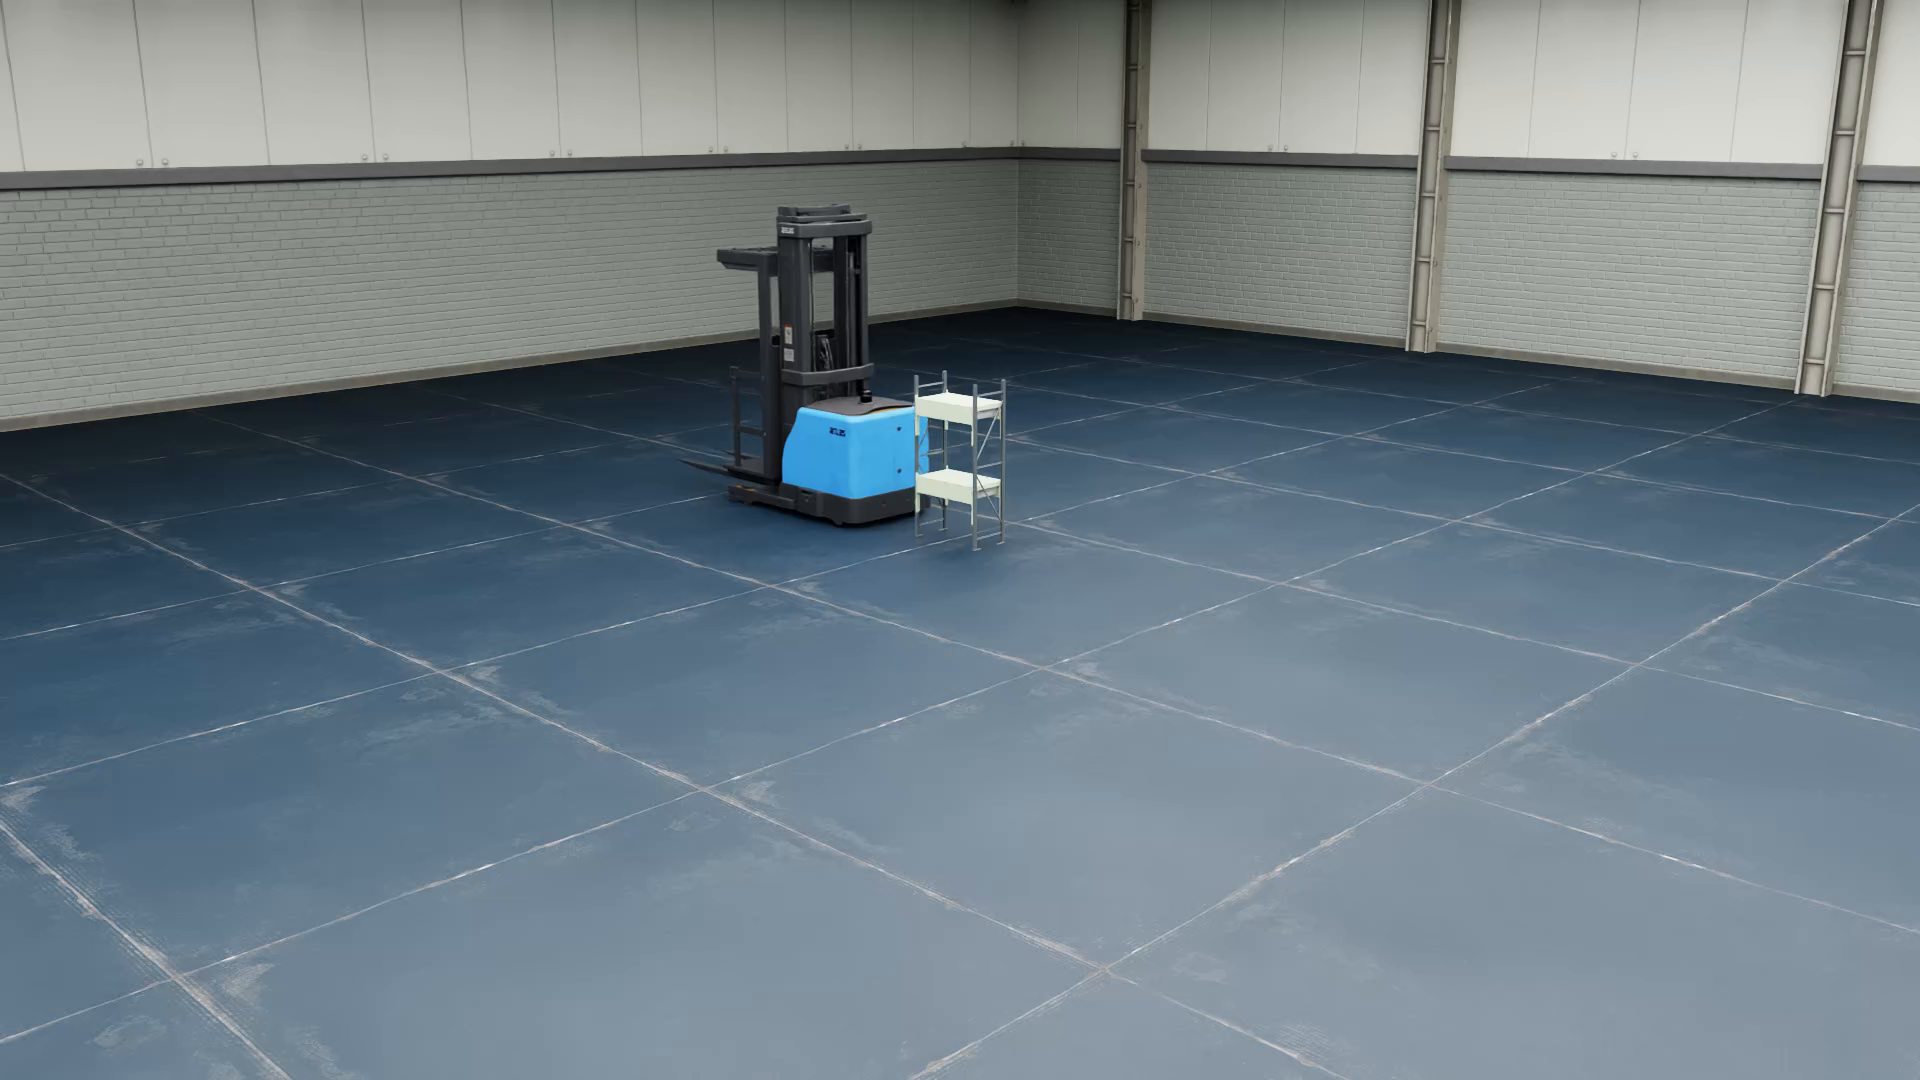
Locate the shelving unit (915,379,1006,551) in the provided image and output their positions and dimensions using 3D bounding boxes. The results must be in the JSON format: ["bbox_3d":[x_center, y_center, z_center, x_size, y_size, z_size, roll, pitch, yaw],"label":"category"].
[{"bbox_3d":[-0.002,-0.726,15.063,0.748,1.500,0.431,14,20,42],"label":"shelving unit"}]

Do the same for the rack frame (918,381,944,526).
[{"bbox_3d":[-0.269,-0.791,15.310,0.010,1.308,0.380,14,20,42],"label":"rack frame"}]

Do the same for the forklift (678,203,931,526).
[{"bbox_3d":[-1.687,-1.851,16.540,3.031,2.935,1.130,14,20,43],"label":"forklift"}]

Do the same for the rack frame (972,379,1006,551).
[{"bbox_3d":[0.259,-0.663,14.820,0.023,1.500,0.400,14,20,42],"label":"rack frame"}]

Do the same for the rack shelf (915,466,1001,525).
[{"bbox_3d":[-0.005,-0.411,15.148,0.720,0.370,0.431,14,20,42],"label":"rack shelf"}]

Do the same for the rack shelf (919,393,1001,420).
[{"bbox_3d":[-0.005,-1.199,14.942,0.686,0.124,0.368,14,20,42],"label":"rack shelf"}]

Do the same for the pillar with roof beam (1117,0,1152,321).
[{"bbox_3d":[0.190,-7.702,26.962,0.400,9.000,9.100,14,20,42],"label":"pillar with roof beam"}]

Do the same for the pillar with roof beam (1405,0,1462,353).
[{"bbox_3d":[4.509,-6.652,22.932,0.400,9.000,9.100,14,20,42],"label":"pillar with roof beam"}]

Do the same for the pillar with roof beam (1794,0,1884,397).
[{"bbox_3d":[8.828,-5.602,18.902,0.400,9.000,9.100,14,20,42],"label":"pillar with roof beam"}]
